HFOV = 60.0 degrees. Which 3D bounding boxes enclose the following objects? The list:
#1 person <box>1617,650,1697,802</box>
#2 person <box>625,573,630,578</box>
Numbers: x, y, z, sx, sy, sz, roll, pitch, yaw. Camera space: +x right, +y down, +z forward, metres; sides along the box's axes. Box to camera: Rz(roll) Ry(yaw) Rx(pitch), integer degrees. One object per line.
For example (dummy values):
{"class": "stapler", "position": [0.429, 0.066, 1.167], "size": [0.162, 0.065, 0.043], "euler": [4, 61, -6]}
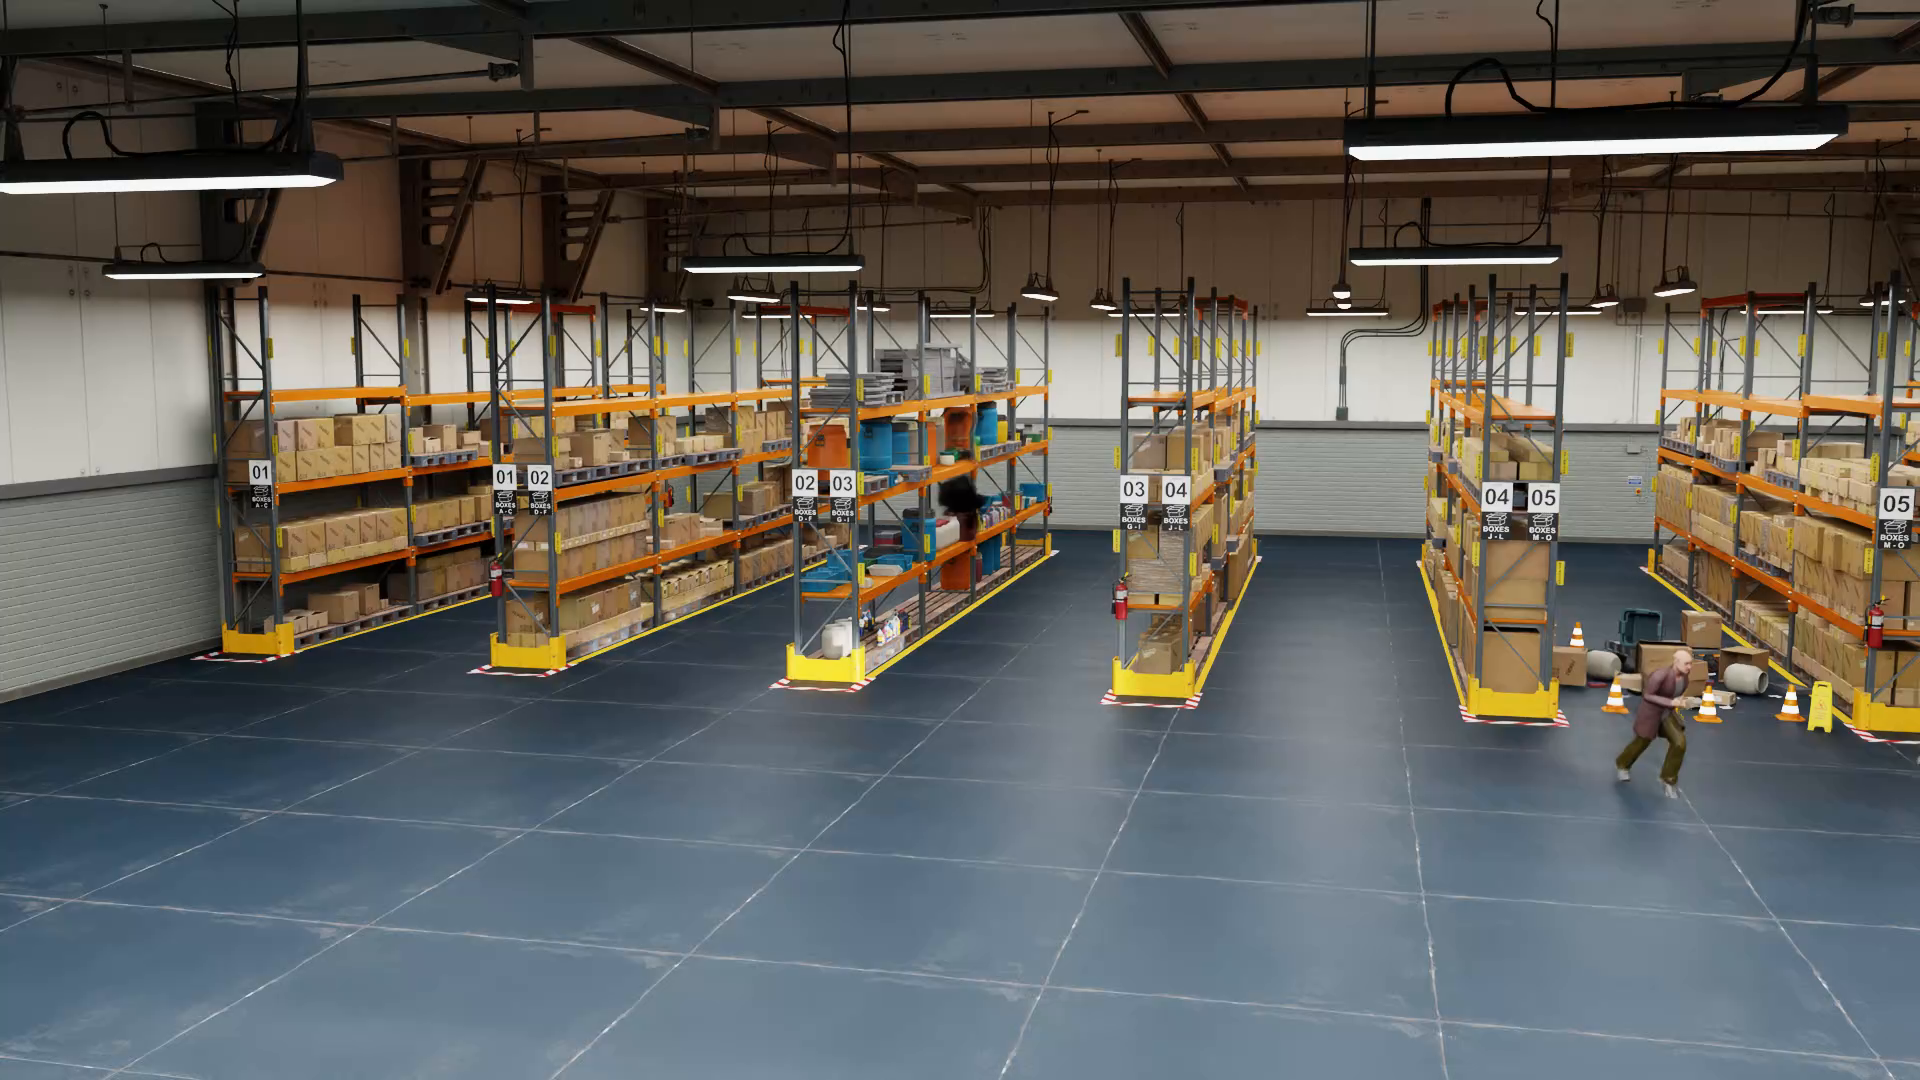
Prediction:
{"class": "person", "position": [7.880, 2.041, 18.798], "size": [0.755, 1.744, 1.060], "euler": [-3, 7, -25]}
{"class": "person", "position": [-7.307, 0.002, 35.933], "size": [0.626, 1.758, 0.768], "euler": [1, 7, 6]}
